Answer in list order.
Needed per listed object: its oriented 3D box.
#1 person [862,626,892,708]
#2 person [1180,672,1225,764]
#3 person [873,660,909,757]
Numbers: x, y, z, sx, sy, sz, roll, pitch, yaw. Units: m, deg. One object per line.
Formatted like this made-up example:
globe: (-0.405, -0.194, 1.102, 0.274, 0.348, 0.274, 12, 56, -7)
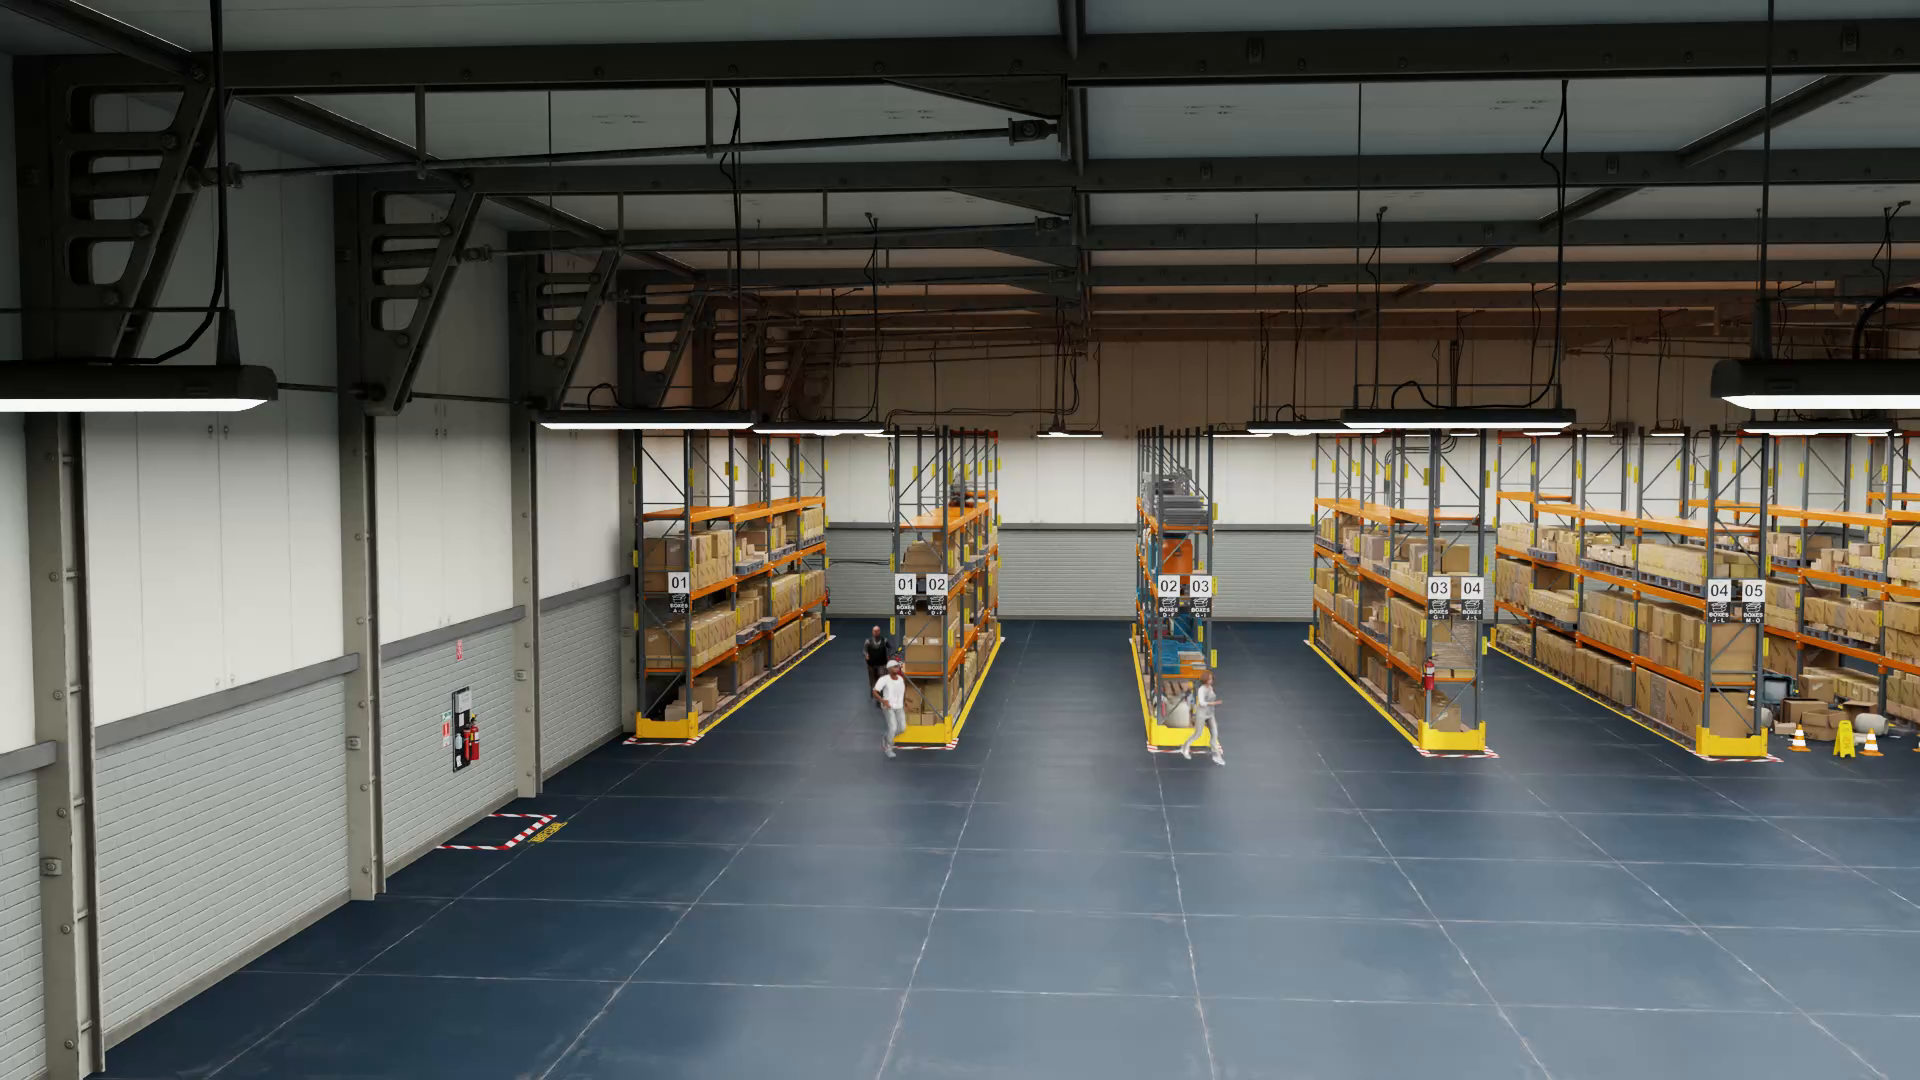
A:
person: (-1.790, 2.709, 35.897, 0.646, 1.709, 0.927, 0, 3, -2)
person: (4.308, 3.124, 29.373, 0.886, 1.593, 0.534, 3, 5, 41)
person: (-1.223, 3.053, 30.210, 0.734, 1.734, 0.525, -3, 4, -39)
